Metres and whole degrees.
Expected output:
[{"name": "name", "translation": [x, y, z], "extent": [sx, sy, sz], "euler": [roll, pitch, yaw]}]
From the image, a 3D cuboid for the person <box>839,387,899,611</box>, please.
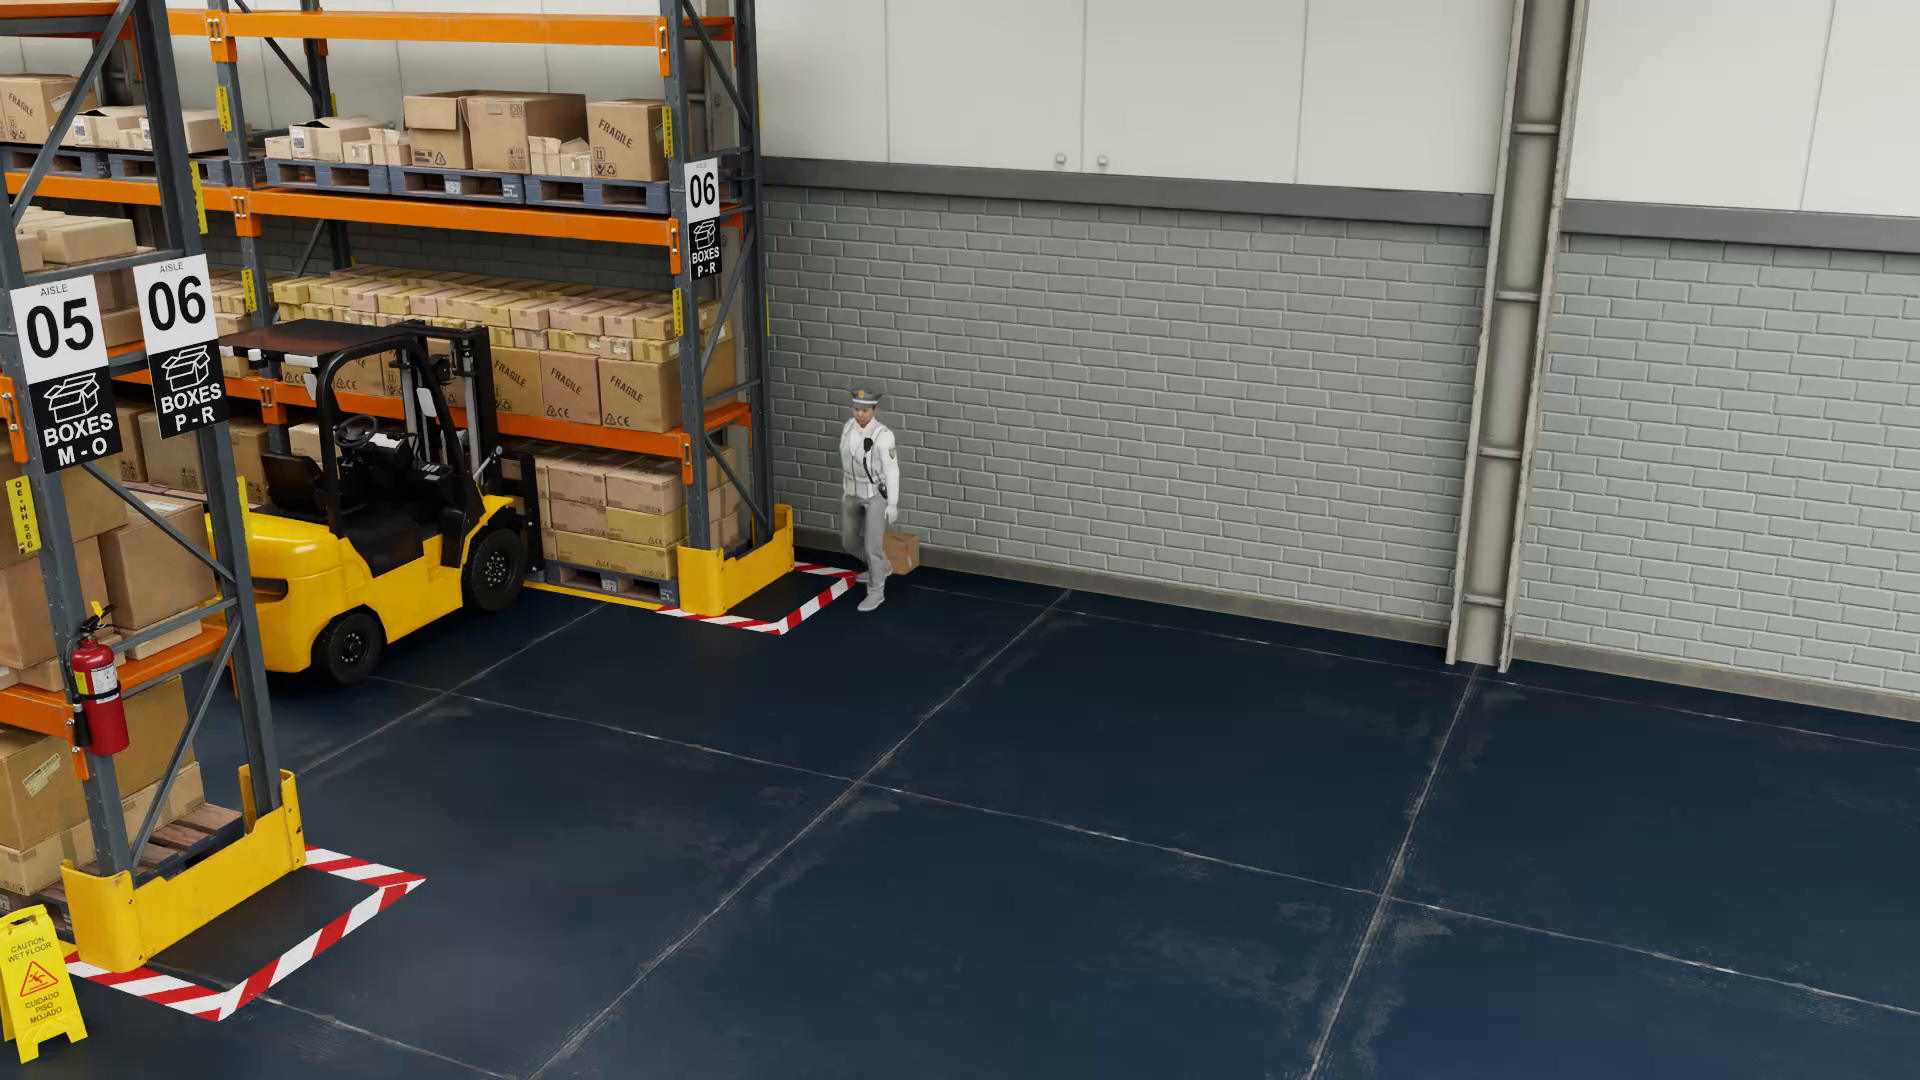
[{"name": "person", "translation": [-0.617, -0.328, 11.986], "extent": [0.532, 1.669, 0.531], "euler": [15, 24, 36]}]
